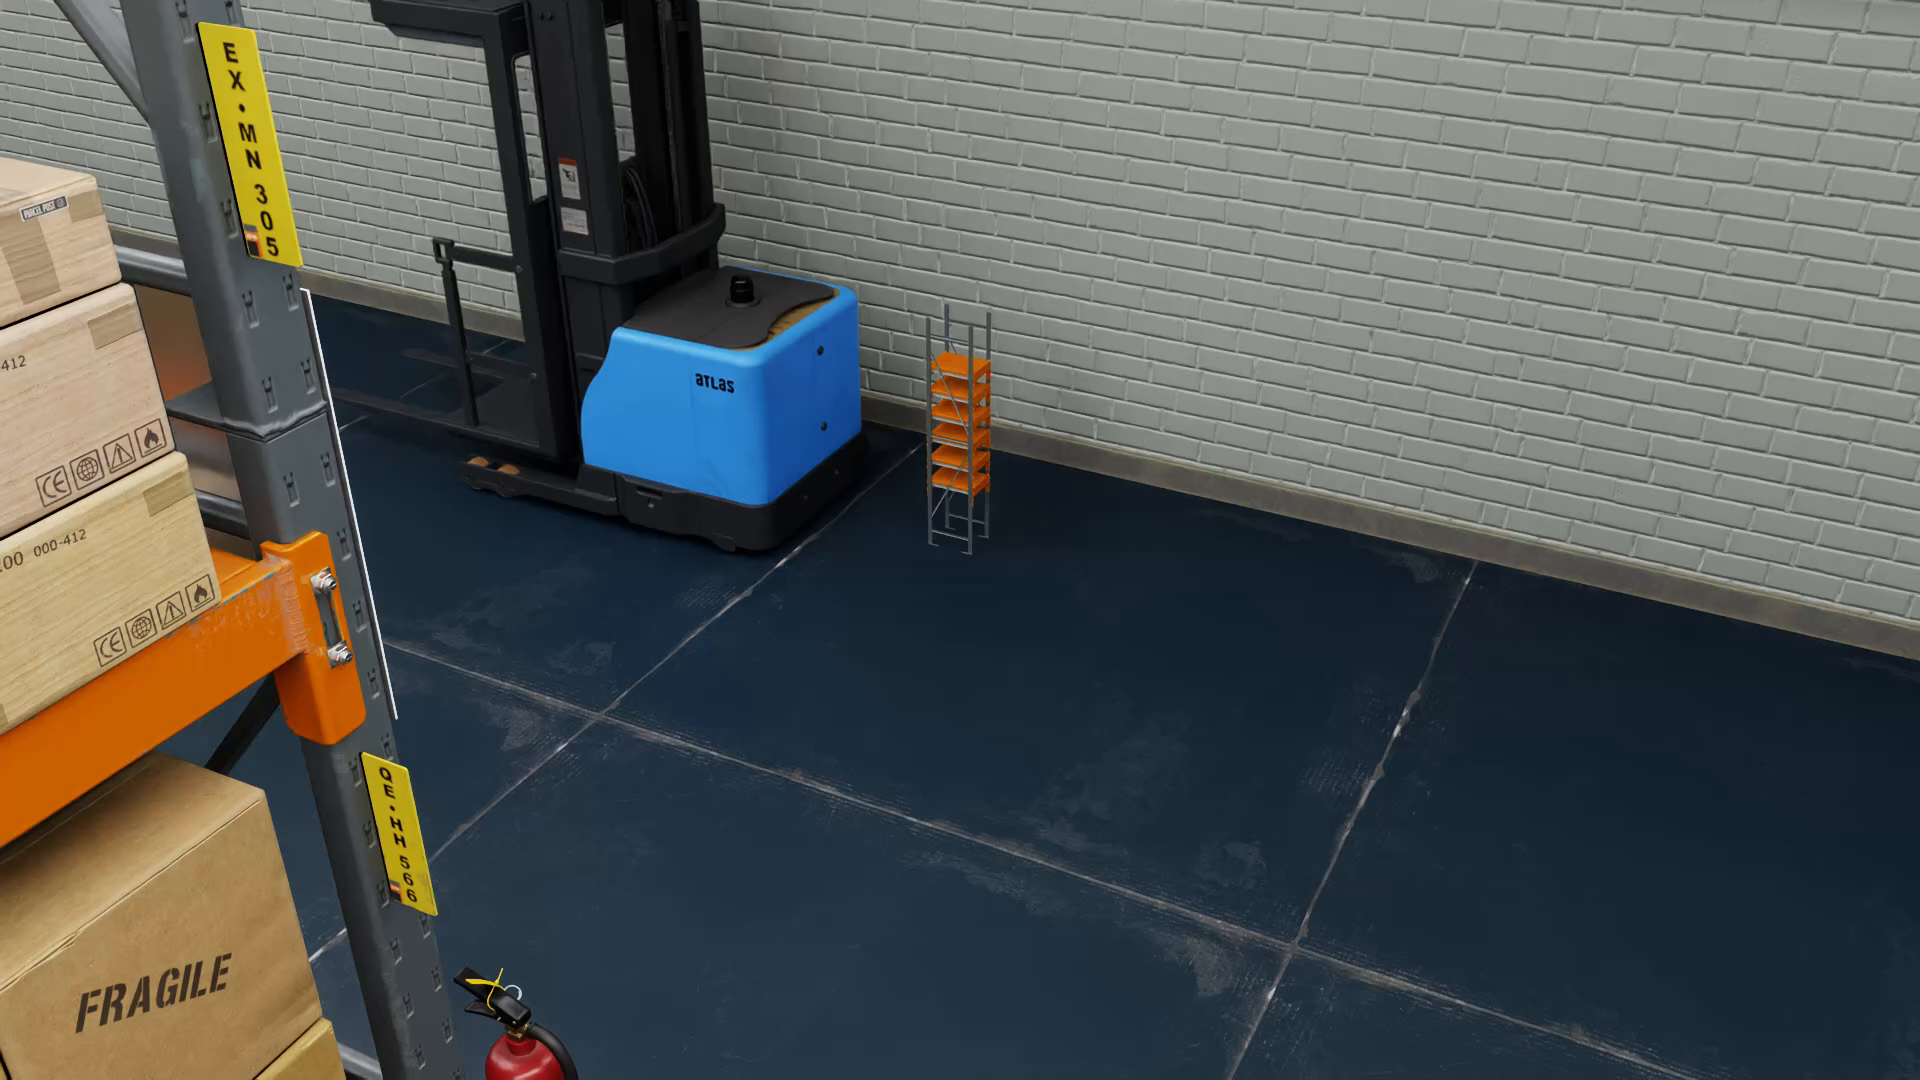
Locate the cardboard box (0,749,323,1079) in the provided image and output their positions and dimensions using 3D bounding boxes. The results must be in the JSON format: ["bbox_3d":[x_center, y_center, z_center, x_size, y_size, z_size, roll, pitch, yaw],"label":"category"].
[{"bbox_3d":[-1.438,0.669,2.670,0.500,0.500,0.500,14,33,22],"label":"cardboard box"}]

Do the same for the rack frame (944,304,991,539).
[{"bbox_3d":[0.035,-0.554,8.011,0.240,1.200,0.006,14,33,23],"label":"rack frame"}]

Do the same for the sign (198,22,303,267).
[{"bbox_3d":[-0.966,-0.535,2.268,0.100,0.325,0.005,14,33,23],"label":"sign"}]

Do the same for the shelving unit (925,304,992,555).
[{"bbox_3d":[-0.007,-0.514,7.940,0.258,1.200,0.189,14,33,23],"label":"shelving unit"}]

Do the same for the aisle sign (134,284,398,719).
[{"bbox_3d":[-1.150,-0.076,2.760,0.394,0.787,0.004,14,33,23],"label":"aisle sign"}]

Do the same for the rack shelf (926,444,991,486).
[{"bbox_3d":[-0.007,-0.371,8.022,0.258,0.103,0.180,14,33,23],"label":"rack shelf"}]

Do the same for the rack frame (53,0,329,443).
[{"bbox_3d":[-1.451,-1.586,1.976,1.000,3.000,0.127,14,33,23],"label":"rack frame"}]

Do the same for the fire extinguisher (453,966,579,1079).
[{"bbox_3d":[-0.925,1.204,3.594,0.296,0.674,0.183,14,33,23],"label":"fire extinguisher"}]

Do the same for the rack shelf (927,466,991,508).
[{"bbox_3d":[-0.007,-0.267,8.082,0.258,0.103,0.180,14,33,23],"label":"rack shelf"}]

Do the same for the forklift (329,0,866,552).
[{"bbox_3d":[-2.047,-1.710,8.285,3.031,2.935,1.130,14,33,23],"label":"forklift"}]

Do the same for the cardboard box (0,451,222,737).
[{"bbox_3d":[-1.422,0.041,2.305,0.500,0.250,0.500,14,33,22],"label":"cardboard box"}]

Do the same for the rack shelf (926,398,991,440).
[{"bbox_3d":[-0.007,-0.579,7.902,0.258,0.103,0.180,14,33,23],"label":"rack shelf"}]

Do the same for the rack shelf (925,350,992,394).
[{"bbox_3d":[-0.007,-0.788,7.783,0.258,0.103,0.180,14,33,23],"label":"rack shelf"}]

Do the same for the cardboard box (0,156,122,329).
[{"bbox_3d":[-1.340,-0.396,2.164,0.380,0.149,0.250,14,33,23],"label":"cardboard box"}]

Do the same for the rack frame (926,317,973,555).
[{"bbox_3d":[-0.048,-0.473,7.869,0.240,1.200,0.006,14,33,23],"label":"rack frame"}]

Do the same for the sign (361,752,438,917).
[{"bbox_3d":[-0.966,0.511,2.868,0.100,0.325,0.005,14,33,23],"label":"sign"}]

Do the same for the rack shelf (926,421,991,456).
[{"bbox_3d":[-0.007,-0.475,7.962,0.258,0.103,0.180,14,33,23],"label":"rack shelf"}]

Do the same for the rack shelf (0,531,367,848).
[{"bbox_3d":[-2.362,0.913,1.358,1.077,0.370,4.000,14,33,23],"label":"rack shelf"}]

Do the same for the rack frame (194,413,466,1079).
[{"bbox_3d":[-1.451,1.015,3.470,1.000,3.000,0.127,14,33,23],"label":"rack frame"}]

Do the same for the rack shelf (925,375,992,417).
[{"bbox_3d":[-0.007,-0.683,7.843,0.258,0.103,0.180,14,33,23],"label":"rack shelf"}]

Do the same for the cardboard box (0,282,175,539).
[{"bbox_3d":[-1.434,-0.175,2.180,0.500,0.250,0.500,13,32,22],"label":"cardboard box"}]

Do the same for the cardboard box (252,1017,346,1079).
[{"bbox_3d":[-1.426,1.101,2.922,0.500,0.500,0.500,15,33,24],"label":"cardboard box"}]
